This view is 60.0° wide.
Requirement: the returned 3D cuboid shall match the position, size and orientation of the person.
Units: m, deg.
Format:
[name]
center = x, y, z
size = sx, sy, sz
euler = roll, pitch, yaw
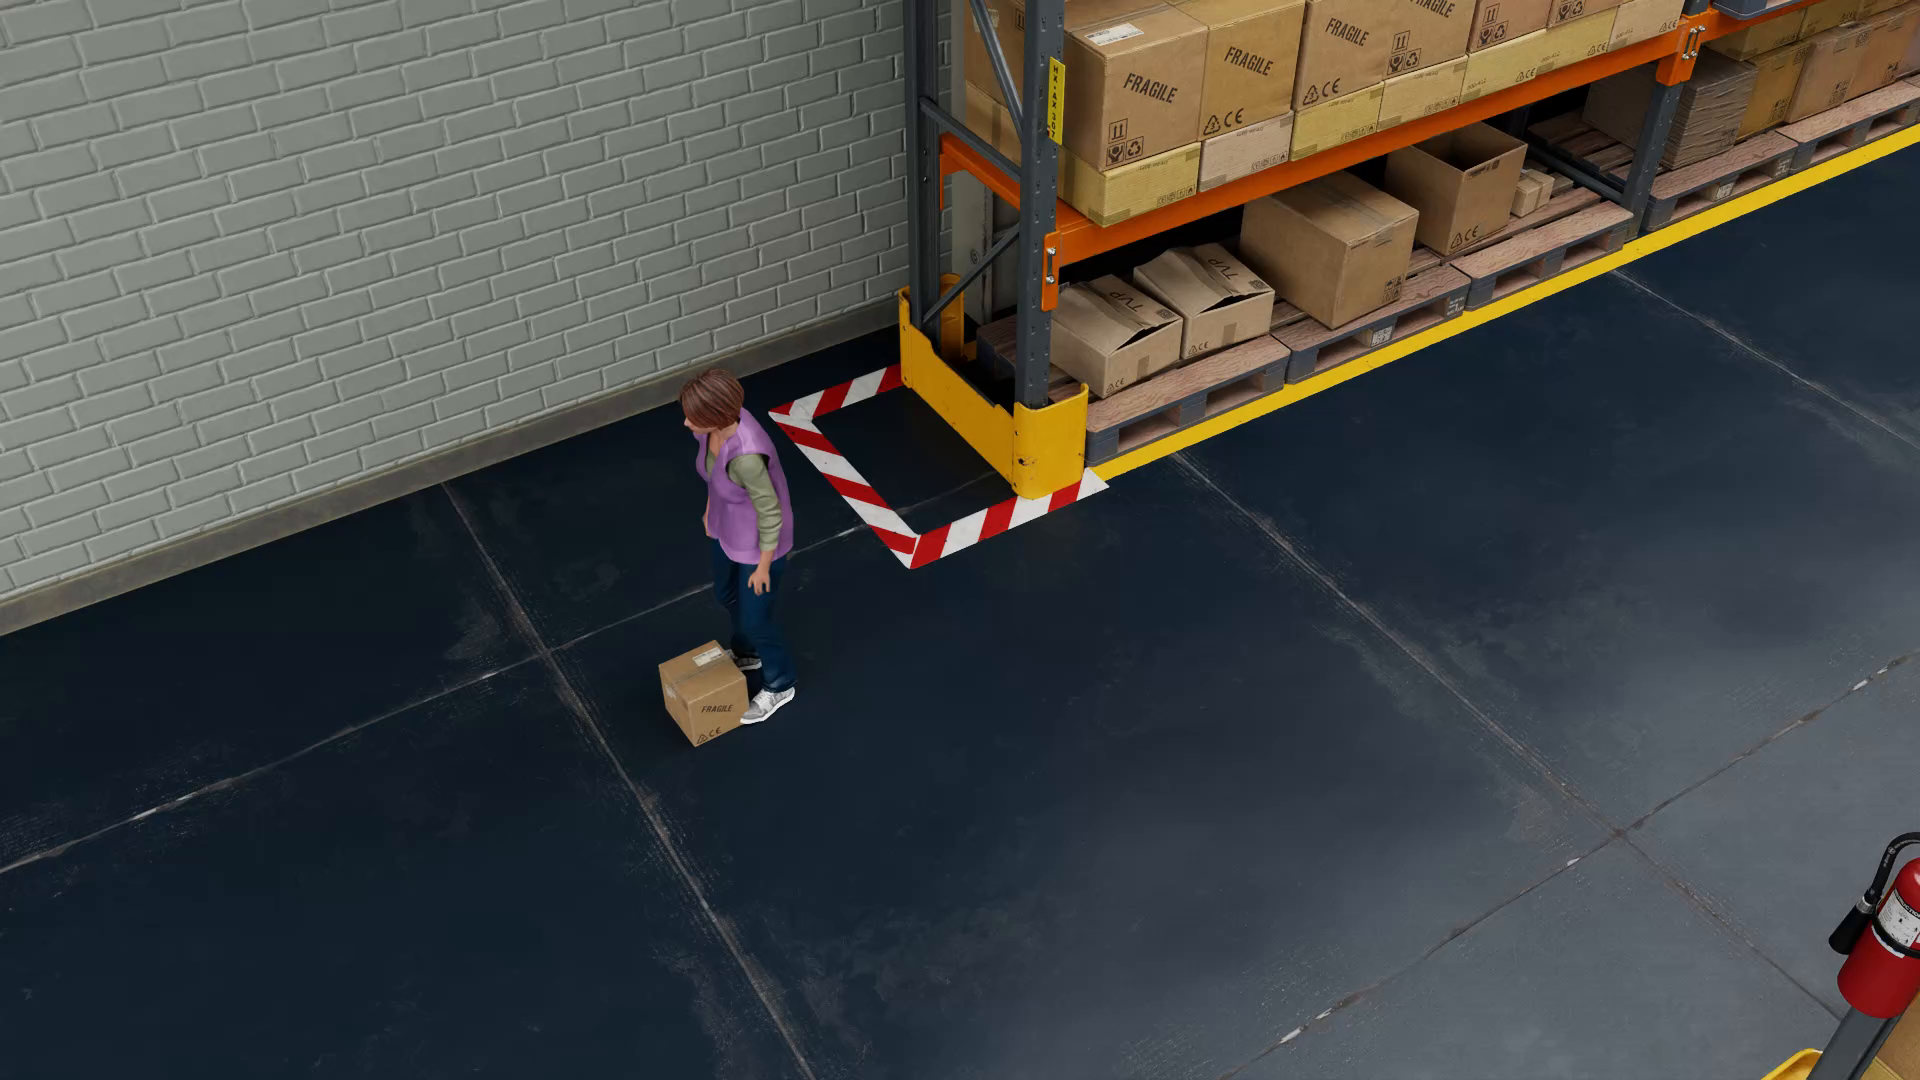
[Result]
[person]
center = -0.805, 0.007, 6.160
size = 0.350, 1.592, 0.467
euler = -23, 46, -24
